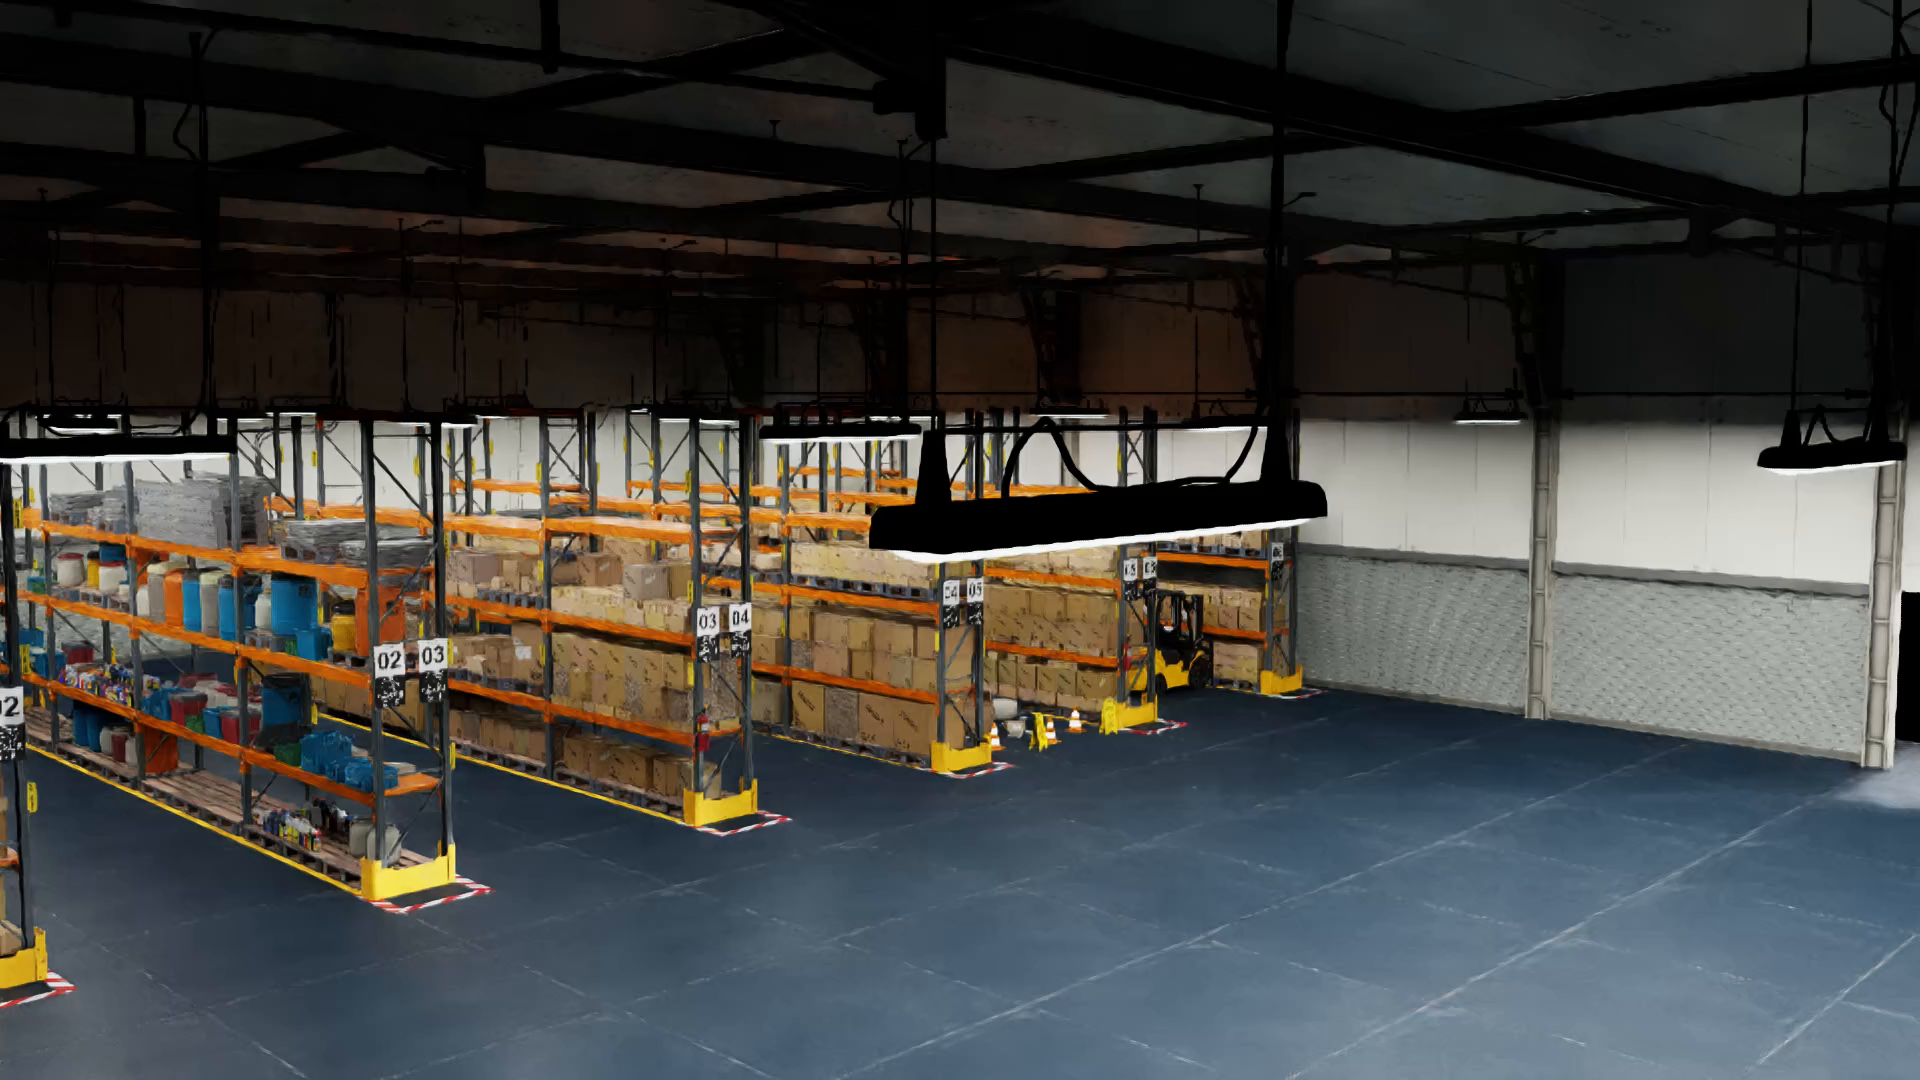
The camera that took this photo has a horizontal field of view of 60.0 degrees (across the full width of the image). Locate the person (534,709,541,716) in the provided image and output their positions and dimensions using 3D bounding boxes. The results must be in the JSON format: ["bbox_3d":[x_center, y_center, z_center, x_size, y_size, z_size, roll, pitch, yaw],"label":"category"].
[{"bbox_3d":[-7.762,2.733,31.092,0.502,1.677,0.422,1,5,15],"label":"person"}]
